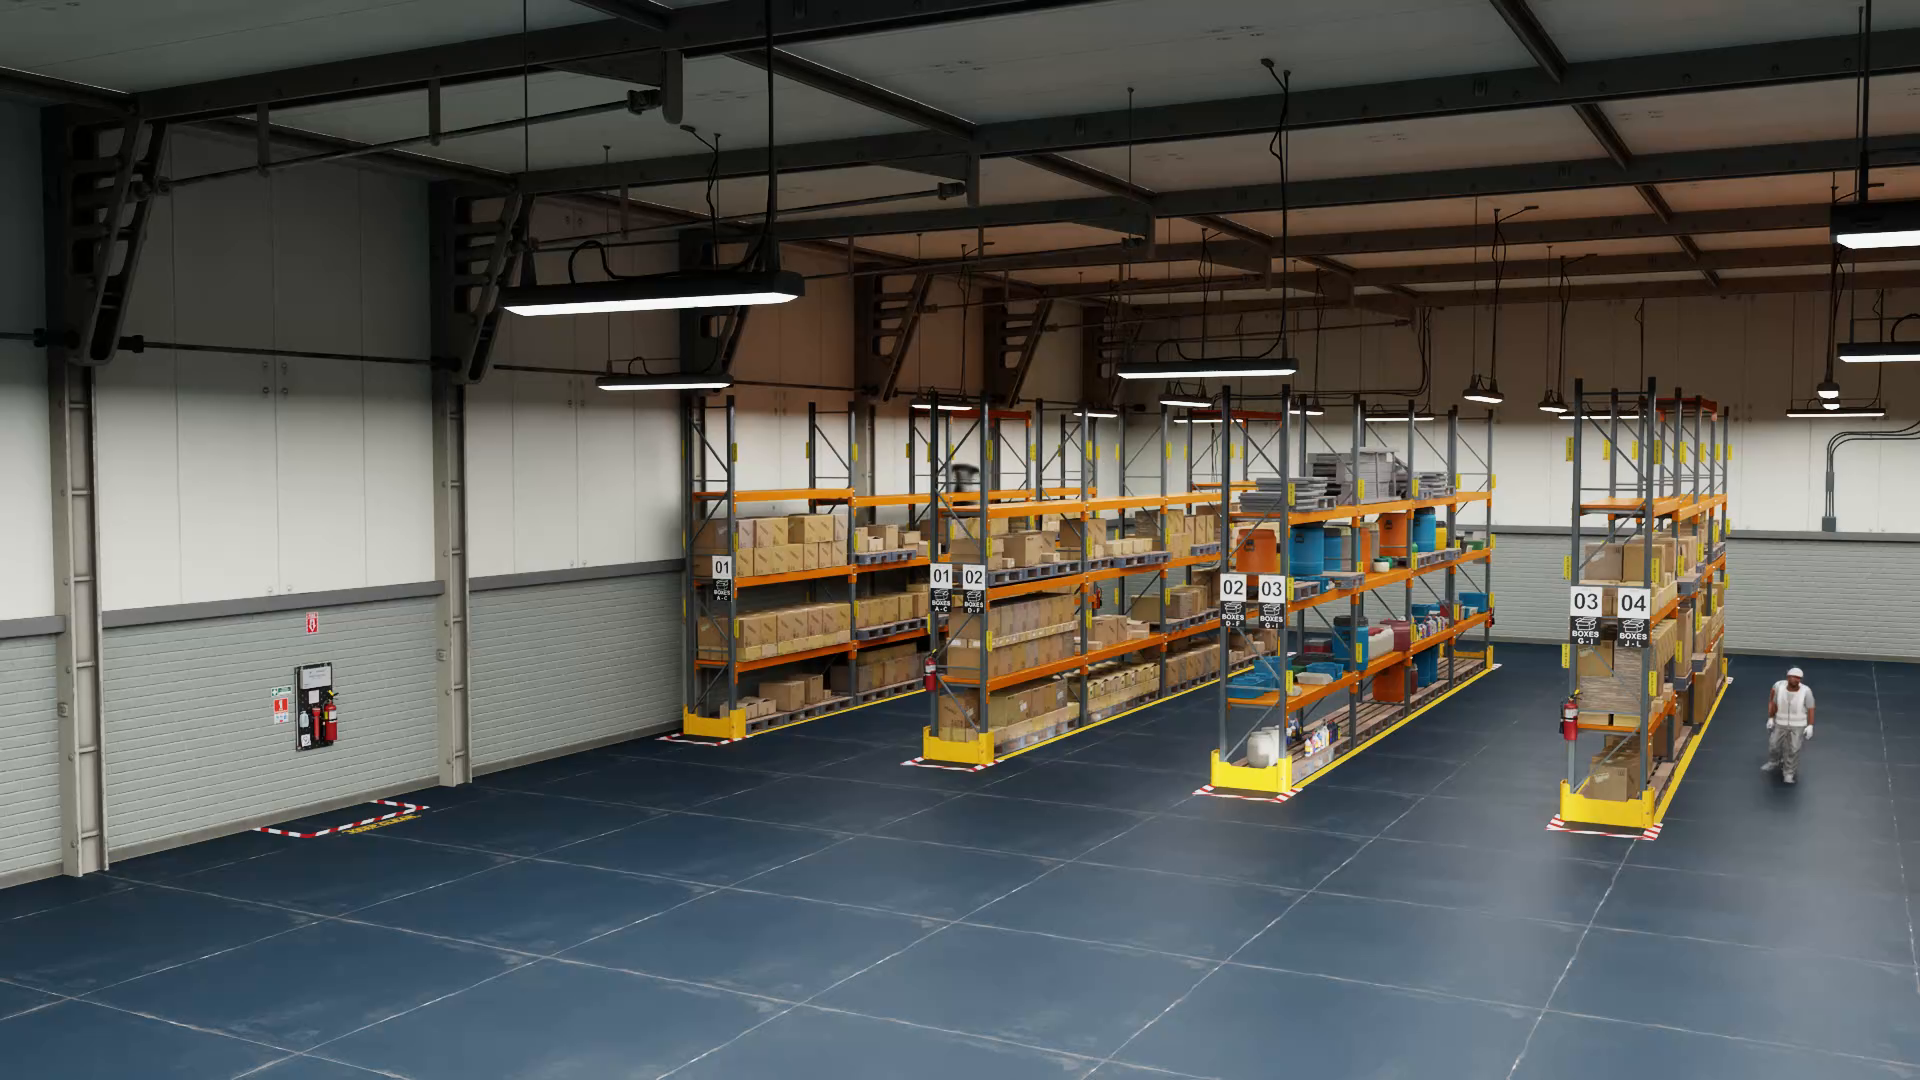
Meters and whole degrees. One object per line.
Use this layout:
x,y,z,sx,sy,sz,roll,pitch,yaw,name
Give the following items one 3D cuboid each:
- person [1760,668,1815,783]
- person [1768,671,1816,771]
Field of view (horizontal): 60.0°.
12.557,2.796,25.227,0.777,1.745,0.574,2,4,38,person
13.144,2.815,26.288,0.672,1.589,1.073,2,3,27,person
